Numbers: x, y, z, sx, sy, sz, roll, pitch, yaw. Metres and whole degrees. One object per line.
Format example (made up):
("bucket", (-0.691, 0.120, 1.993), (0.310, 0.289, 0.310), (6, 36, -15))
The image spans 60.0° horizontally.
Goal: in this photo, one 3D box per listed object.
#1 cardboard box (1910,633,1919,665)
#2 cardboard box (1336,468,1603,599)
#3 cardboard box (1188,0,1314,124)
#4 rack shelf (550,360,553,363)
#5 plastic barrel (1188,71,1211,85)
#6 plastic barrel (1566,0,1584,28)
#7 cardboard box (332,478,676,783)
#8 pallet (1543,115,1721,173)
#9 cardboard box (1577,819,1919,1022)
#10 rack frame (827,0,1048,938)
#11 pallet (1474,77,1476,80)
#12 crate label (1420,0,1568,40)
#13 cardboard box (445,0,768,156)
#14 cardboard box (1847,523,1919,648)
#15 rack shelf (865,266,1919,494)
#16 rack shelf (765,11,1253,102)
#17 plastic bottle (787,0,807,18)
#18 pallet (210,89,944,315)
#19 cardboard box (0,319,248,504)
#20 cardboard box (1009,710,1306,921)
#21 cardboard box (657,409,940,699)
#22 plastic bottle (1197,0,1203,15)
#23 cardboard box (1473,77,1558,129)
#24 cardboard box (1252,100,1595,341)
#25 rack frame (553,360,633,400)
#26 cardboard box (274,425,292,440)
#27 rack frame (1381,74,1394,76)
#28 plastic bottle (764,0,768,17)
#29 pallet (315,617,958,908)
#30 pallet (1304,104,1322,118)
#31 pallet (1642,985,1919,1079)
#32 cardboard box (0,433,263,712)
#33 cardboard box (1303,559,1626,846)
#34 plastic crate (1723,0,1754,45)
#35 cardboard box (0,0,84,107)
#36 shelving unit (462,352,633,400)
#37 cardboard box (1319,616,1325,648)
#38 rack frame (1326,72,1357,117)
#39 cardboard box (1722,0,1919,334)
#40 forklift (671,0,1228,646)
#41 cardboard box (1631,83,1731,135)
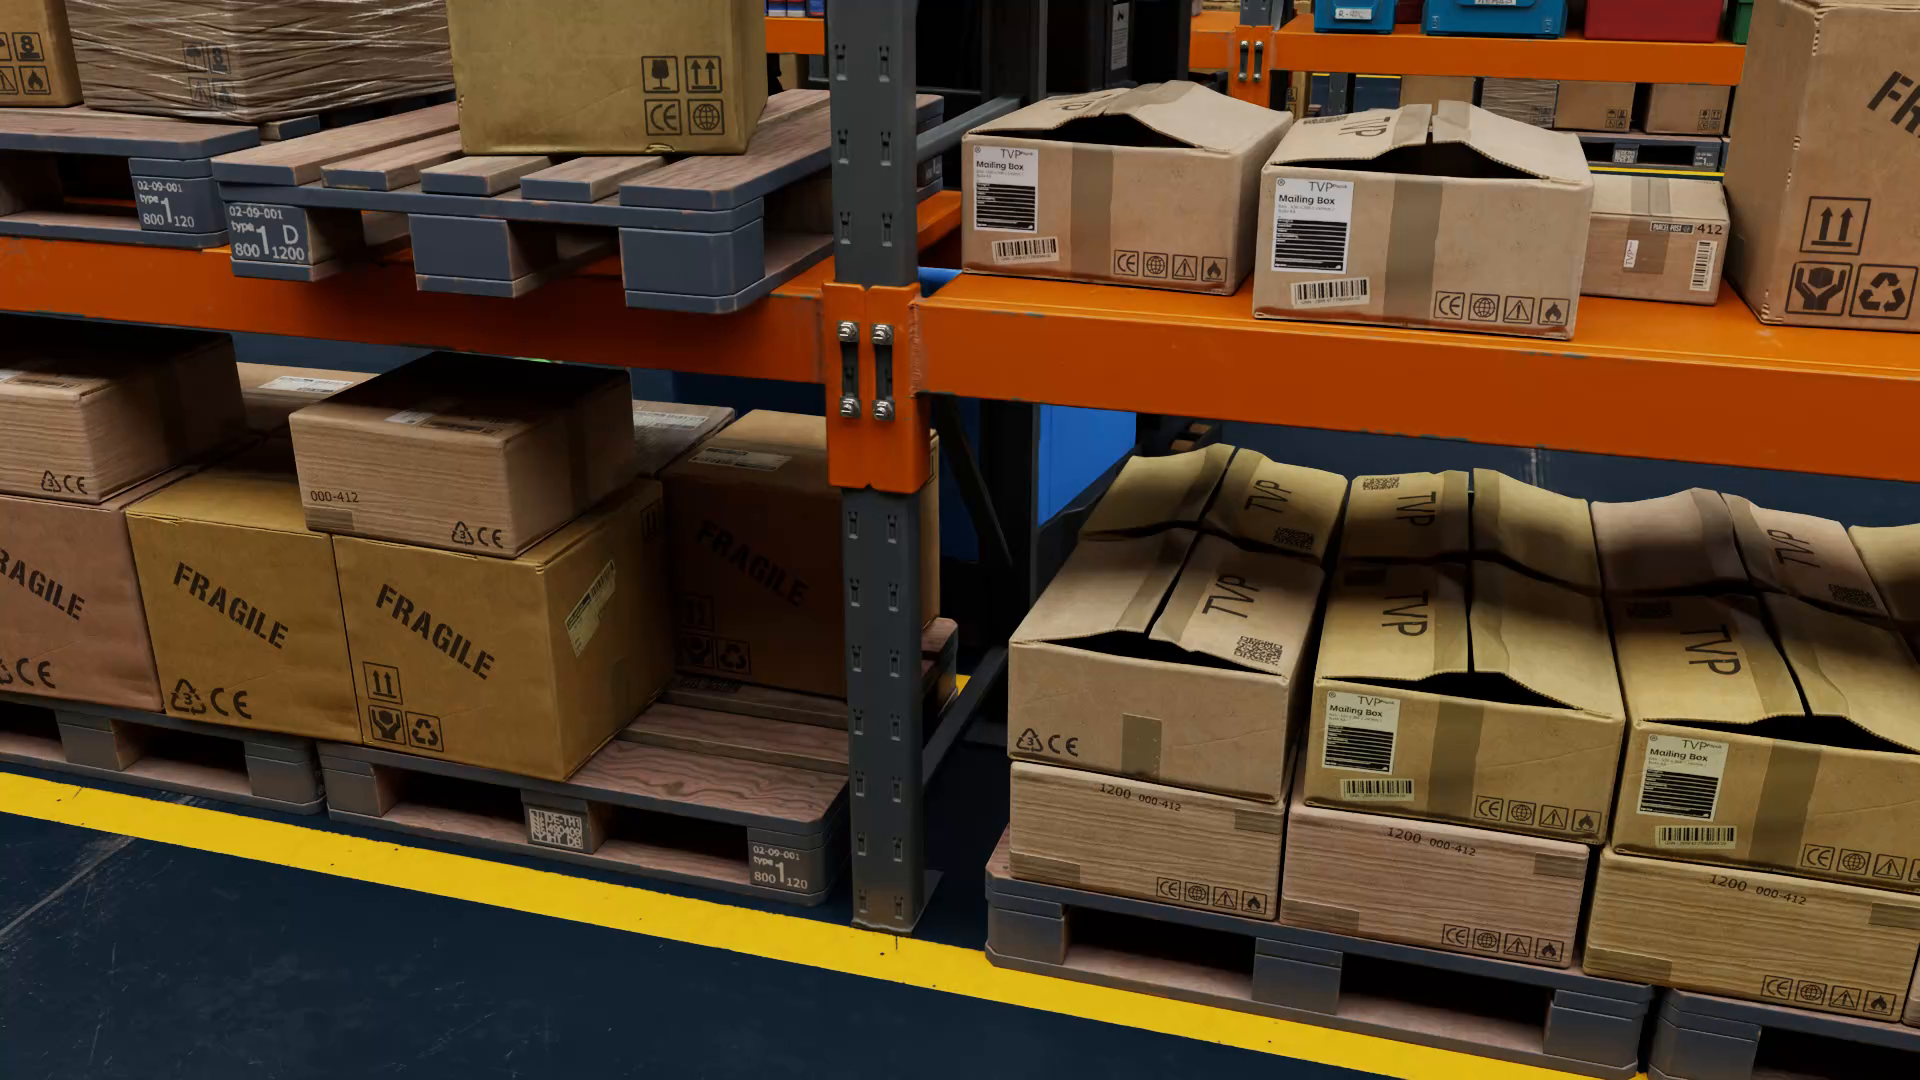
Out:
("cardboard box", (1.888, 0.371, 2.745), (0.500, 0.311, 0.500), (6, 23, 15))
("cardboard box", (1.058, 0.062, 3.498), (0.500, 0.311, 0.500), (6, 23, 15))
("cardboard box", (2.196, -3.673, 12.517), (0.875, 0.875, 1.225), (5, 23, 13))
("rack shelf", (-1.193, -0.620, 4.736), (0.480, 0.148, 0.258), (21, 30, 41))
("plastic barrel", (0.947, -1.816, 8.051), (0.708, 0.830, 0.600), (7, 23, 16))
("plastic barrel", (2.870, -2.549, 7.384), (0.421, 0.512, 0.421), (0, 22, 0))
("cardboard box", (-0.977, 0.156, 3.650), (0.500, 0.500, 0.500), (7, 23, 18))
("pallet", (4.763, -2.867, 11.982), (1.213, 0.211, 1.003), (7, 23, 16))
("cardboard box", (1.383, 0.572, 2.992), (0.500, 0.250, 0.500), (6, 23, 14))
("rack frame", (-0.014, -0.779, 3.217), (0.127, 3.000, 1.000), (7, 23, 16))
("pallet", (5.113, -4.765, 16.609), (1.213, 0.211, 1.003), (7, 23, 16))
("crate label", (2.293, -2.388, 7.092), (0.616, 0.435, 0.502), (7, 23, 16))
("cardboard box", (-0.650, -1.048, 3.187), (0.500, 0.500, 0.700), (-1, 22, -2))
("cardboard box", (2.020, 0.174, 3.225), (0.500, 0.311, 0.500), (7, 23, 17))
("rack shelf", (1.901, -0.227, 2.819), (4.000, 0.370, 1.077), (7, 23, 16))
("rack shelf", (-0.494, -2.465, 8.275), (4.000, 0.370, 1.077), (7, 23, 16))
("plastic bottle", (-0.771, -2.608, 7.845), (0.097, 0.271, 0.097), (0, 22, 0))
("pallet", (-0.683, -0.739, 3.373), (1.003, 0.211, 1.213), (7, 23, 16))
("cardboard box", (-2.013, -0.306, 3.789), (0.500, 0.250, 0.500), (6, 23, 14))
("cardboard box", (0.402, 0.463, 3.259), (0.500, 0.250, 0.500), (6, 23, 15))
("cardboard box", (-0.367, 0.020, 3.983), (0.500, 0.500, 0.500), (8, 23, 18))
("plastic bottle", (1.099, -2.686, 8.029), (0.135, 0.276, 0.152), (7, 23, 16))
("cardboard box", (4.033, -3.303, 12.083), (0.500, 0.500, 0.700), (5, 23, 11))
("cardboard box", (0.786, -0.570, 2.824), (0.500, 0.311, 0.500), (6, 23, 15))
("rack frame", (-1.019, -0.392, 4.644), (0.015, 1.200, 0.240), (21, 30, 41))
("cardboard box", (-1.349, -0.092, 4.256), (0.500, 0.500, 0.500), (6, 23, 15))
("rack frame", (4.380, -6.169, 16.357), (0.127, 3.000, 1.000), (7, 23, 16))
("plastic bottle", (-0.968, -2.644, 7.926), (0.135, 0.276, 0.152), (7, 23, 16))
("pallet", (-0.718, 0.415, 3.979), (1.213, 0.211, 1.003), (7, 23, 16))
("pallet", (2.118, -3.202, 12.797), (1.213, 0.211, 1.003), (7, 23, 16))
("pallet", (1.927, 0.750, 3.164), (1.213, 0.211, 1.003), (7, 23, 16))
("cardboard box", (-1.977, 0.044, 3.923), (0.500, 0.500, 0.500), (6, 23, 14))
("cardboard box", (0.908, 0.258, 3.020), (0.500, 0.311, 0.500), (6, 23, 14))
("plastic crate", (3.501, -2.130, 6.790), (0.662, 0.188, 0.450), (7, 23, 16))
("cardboard box", (-2.134, -1.287, 3.770), (0.500, 0.500, 0.700), (1, 22, 2))
("shelving unit", (-1.193, -0.457, 4.803), (0.503, 1.200, 0.258), (21, 30, 41))
("cardboard box", (0.560, 0.268, 3.735), (0.500, 0.250, 0.500), (7, 23, 17))
("rack frame", (2.851, -4.378, 11.991), (0.127, 3.000, 1.000), (7, 23, 16))
("cardboard box", (1.597, -0.647, 2.764), (0.500, 0.500, 0.500), (5, 23, 13))
("forklift", (0.278, -1.599, 5.306), (1.130, 2.935, 3.031), (10, 24, 23))
("cardboard box", (5.112, -3.182, 11.789), (0.500, 0.500, 0.700), (5, 23, 11))
